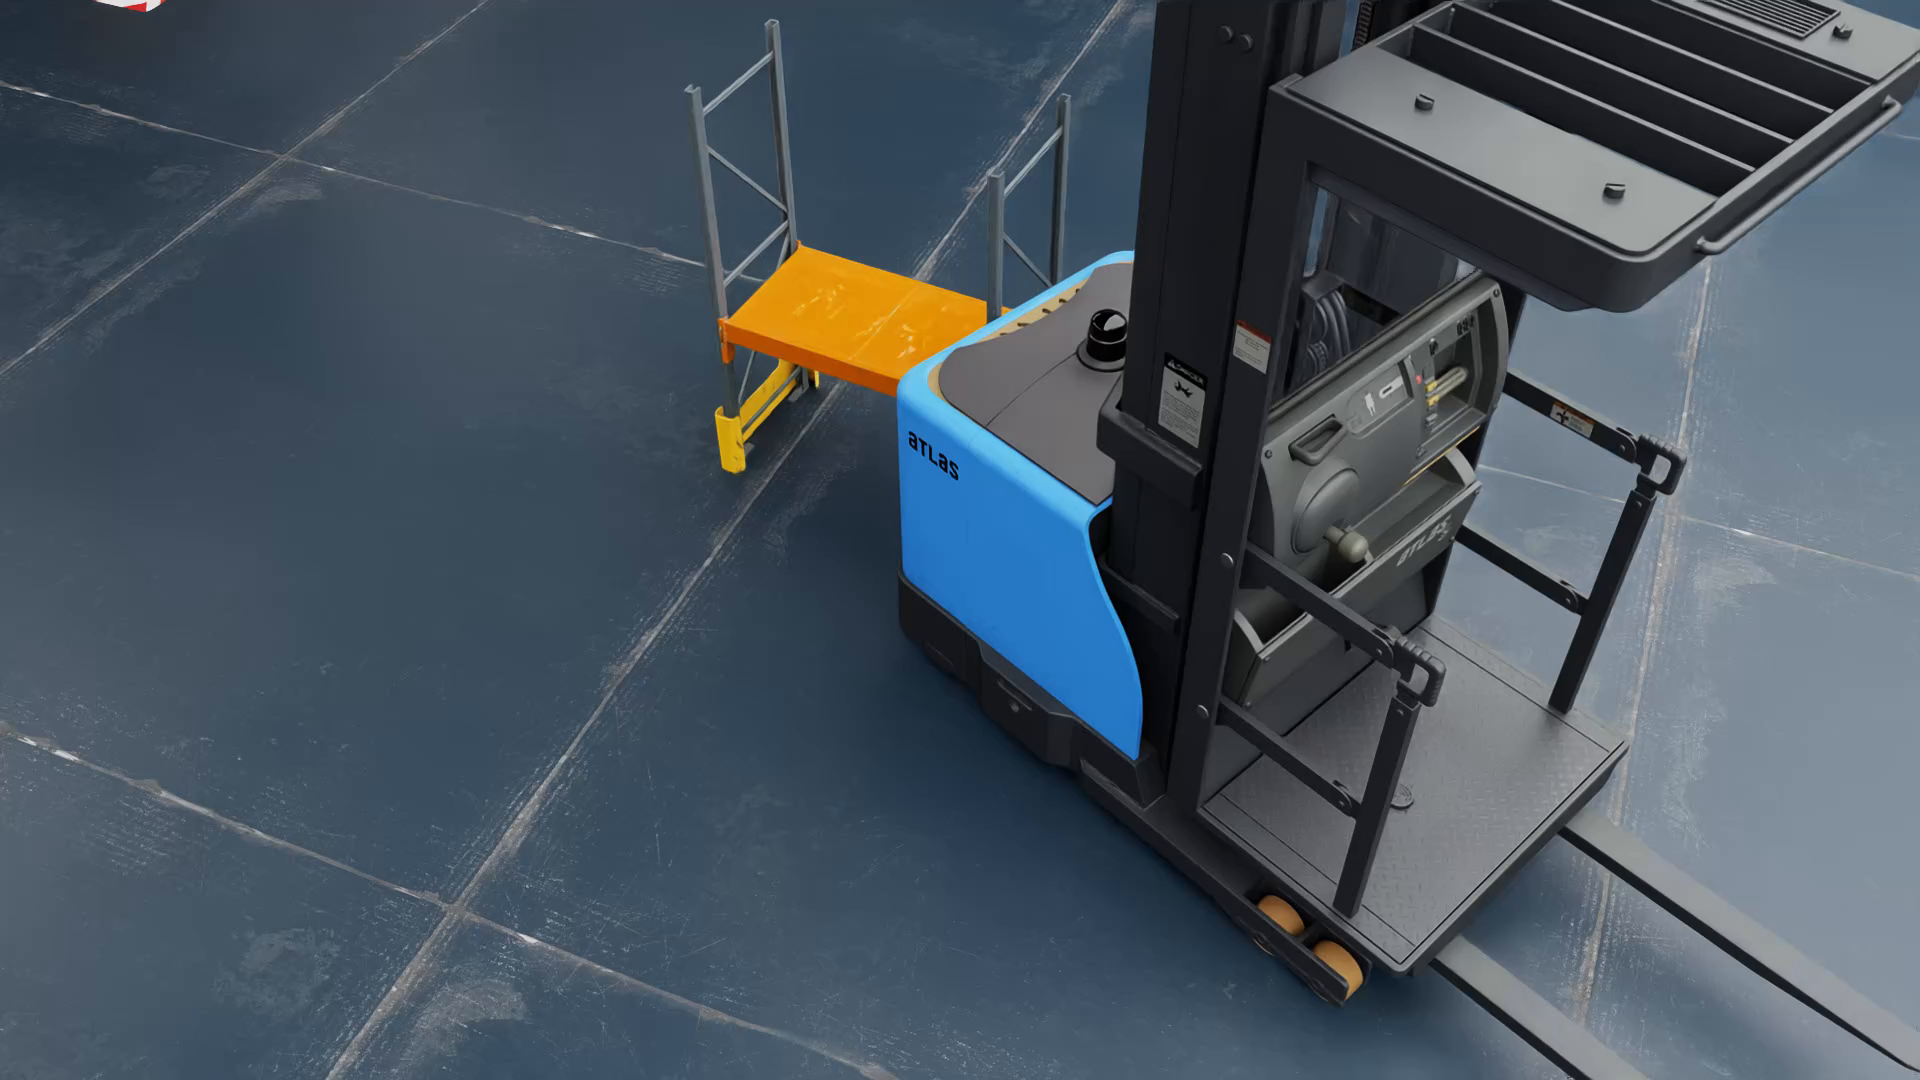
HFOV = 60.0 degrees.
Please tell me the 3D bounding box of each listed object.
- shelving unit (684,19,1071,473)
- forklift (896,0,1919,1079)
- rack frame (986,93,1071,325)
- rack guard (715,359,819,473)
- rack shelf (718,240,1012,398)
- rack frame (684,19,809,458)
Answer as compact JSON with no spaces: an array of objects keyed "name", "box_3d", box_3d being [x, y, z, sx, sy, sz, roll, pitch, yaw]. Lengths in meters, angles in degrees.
[{"name":"shelving unit","box_3d":[-0.256,-0.806,5.497,1.083,1.500,0.587,20,48,19]},{"name":"forklift","box_3d":[1.174,-0.207,3.880,1.130,2.935,3.031,-33,54,-29]},{"name":"rack frame","box_3d":[0.206,-0.641,5.330,0.032,1.500,0.500,20,48,19]},{"name":"rack guard","box_3d":[-0.700,-0.522,6.097,0.087,0.250,0.587,20,48,19]},{"name":"rack shelf","box_3d":[-0.248,-0.675,5.620,1.000,0.185,0.538,20,48,19]},{"name":"rack frame","box_3d":[-0.701,-0.965,5.657,0.032,1.500,0.500,20,48,19]}]
